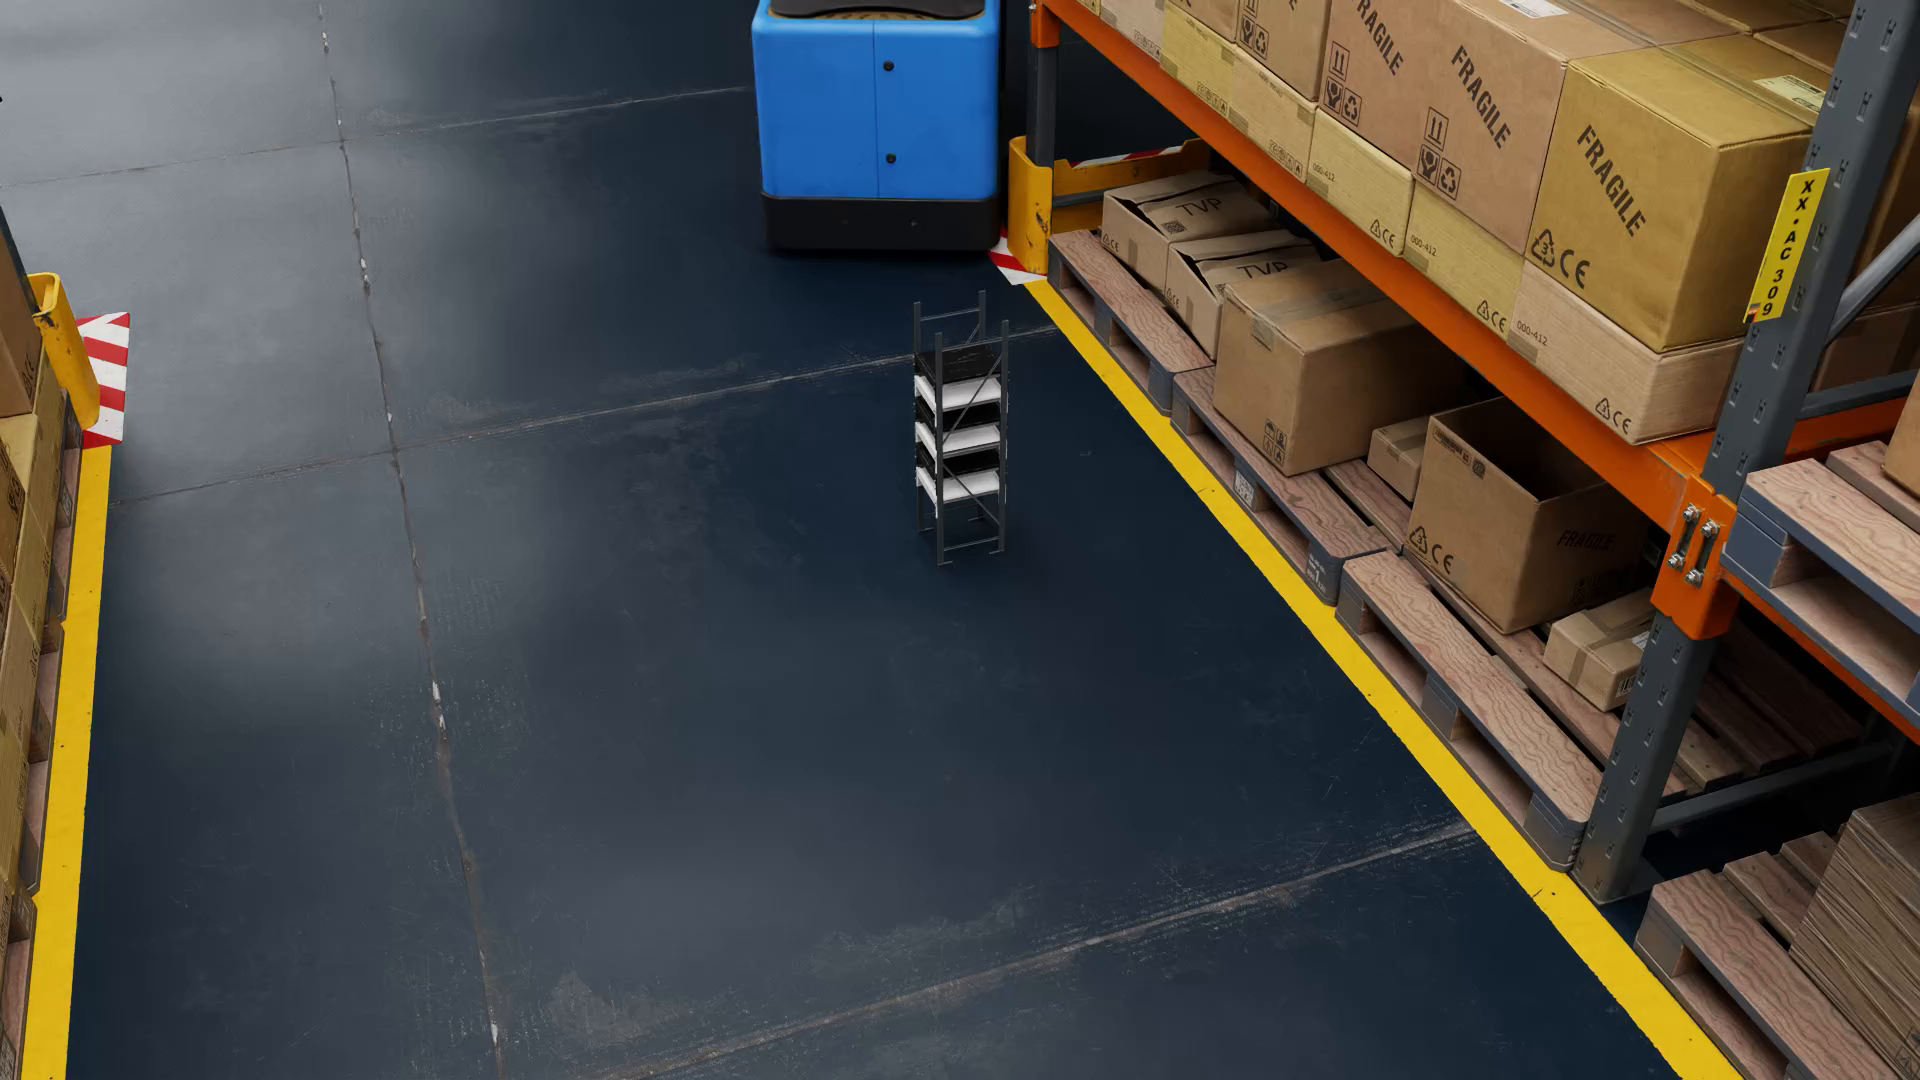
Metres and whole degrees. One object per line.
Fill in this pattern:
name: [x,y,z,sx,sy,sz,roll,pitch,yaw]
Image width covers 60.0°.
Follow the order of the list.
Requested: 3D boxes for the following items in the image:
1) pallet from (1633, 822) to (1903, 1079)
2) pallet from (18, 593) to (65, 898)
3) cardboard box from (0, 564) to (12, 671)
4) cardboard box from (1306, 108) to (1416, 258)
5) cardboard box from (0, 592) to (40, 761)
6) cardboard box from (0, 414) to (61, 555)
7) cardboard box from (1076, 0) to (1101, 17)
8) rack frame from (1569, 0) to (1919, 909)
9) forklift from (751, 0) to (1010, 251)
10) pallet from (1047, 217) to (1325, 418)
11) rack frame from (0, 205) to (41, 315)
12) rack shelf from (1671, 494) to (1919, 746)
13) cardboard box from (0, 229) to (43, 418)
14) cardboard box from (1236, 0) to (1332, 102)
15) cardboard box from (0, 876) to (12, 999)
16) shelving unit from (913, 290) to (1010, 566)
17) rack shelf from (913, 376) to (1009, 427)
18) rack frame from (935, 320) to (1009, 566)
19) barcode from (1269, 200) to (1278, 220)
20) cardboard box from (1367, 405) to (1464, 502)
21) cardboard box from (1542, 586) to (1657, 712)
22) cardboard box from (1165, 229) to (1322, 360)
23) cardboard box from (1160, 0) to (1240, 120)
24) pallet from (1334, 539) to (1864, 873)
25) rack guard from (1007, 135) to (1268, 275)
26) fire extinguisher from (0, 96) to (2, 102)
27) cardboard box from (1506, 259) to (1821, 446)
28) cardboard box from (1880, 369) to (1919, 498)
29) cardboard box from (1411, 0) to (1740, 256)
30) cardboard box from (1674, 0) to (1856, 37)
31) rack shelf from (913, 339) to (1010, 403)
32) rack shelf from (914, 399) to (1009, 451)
pallet: [2.421,1.201,3.980,1.003,0.211,1.213,-12,39,-16]
pallet: [-3.156,0.641,4.723,1.003,0.211,1.213,-12,39,-16]
cardboard box: [-2.882,0.133,4.394,0.500,0.500,0.500,-12,39,-16]
cardboard box: [1.353,-1.069,4.784,0.500,0.250,0.500,-13,39,-16]
cardboard box: [-2.885,0.433,4.618,0.500,0.250,0.500,-12,39,-16]
cardboard box: [-3.229,-0.132,5.368,0.500,0.250,0.500,-12,39,-16]
cardboard box: [0.645,-2.218,6.310,0.500,0.250,0.500,-14,39,-17]
rack frame: [2.152,-0.352,3.724,1.000,3.000,0.127,-12,39,-16]
forklift: [-0.313,-3.302,7.698,1.130,2.935,3.031,1,37,1]
pallet: [1.048,-0.989,6.887,1.003,0.211,1.213,-12,39,-16]
rack frame: [-3.874,-1.584,5.360,1.000,3.000,0.127,-12,39,-16]
rack shelf: [2.840,1.065,2.441,1.077,0.370,4.000,-12,39,-16]
cardboard box: [-3.410,-0.712,5.515,0.500,0.500,0.500,-12,39,-16]
cardboard box: [1.179,-1.664,4.951,0.500,0.500,0.500,-11,38,-15]
cardboard box: [-2.540,0.998,3.868,0.500,0.250,0.500,-12,39,-16]
shelving unit: [0.003,-0.355,5.473,0.258,0.900,0.210,-12,39,-16]
rack shelf: [0.003,-0.472,5.385,0.258,0.077,0.200,-12,39,-16]
rack frame: [0.038,-0.297,5.397,0.240,0.900,0.006,-12,39,-16]
barcode: [1.311,-1.380,6.951,0.001,0.075,0.075,-12,39,-16]
cardboard box: [1.620,-0.297,5.655,0.380,0.149,0.250,-16,40,-20]
cardboard box: [1.940,0.308,4.837,0.380,0.166,0.250,-18,40,-22]
cardboard box: [1.125,-0.982,6.430,0.500,0.311,0.500,-9,38,-12]
cardboard box: [1.007,-1.639,5.541,0.500,0.250,0.500,-13,39,-17]
pallet: [1.888,0.390,5.057,1.003,0.211,1.213,-12,39,-16]
rack guard: [0.802,-1.570,7.419,1.175,0.500,0.348,-12,39,-16]
fire extinguisher: [-3.479,-1.716,5.600,0.296,0.674,0.183,-12,39,-16]
cardboard box: [1.704,-0.505,4.035,0.500,0.250,0.500,-12,39,-16]
cardboard box: [2.295,-0.273,3.171,0.700,0.500,0.500,-12,39,-16]
cardboard box: [1.522,-1.084,4.180,0.500,0.500,0.500,-13,39,-16]
cardboard box: [2.012,-1.202,4.337,0.500,0.500,0.500,-13,39,-16]
rack shelf: [0.003,-0.544,5.331,0.258,0.077,0.200,-12,39,-16]
rack shelf: [0.003,-0.400,5.439,0.258,0.077,0.200,-12,39,-16]
